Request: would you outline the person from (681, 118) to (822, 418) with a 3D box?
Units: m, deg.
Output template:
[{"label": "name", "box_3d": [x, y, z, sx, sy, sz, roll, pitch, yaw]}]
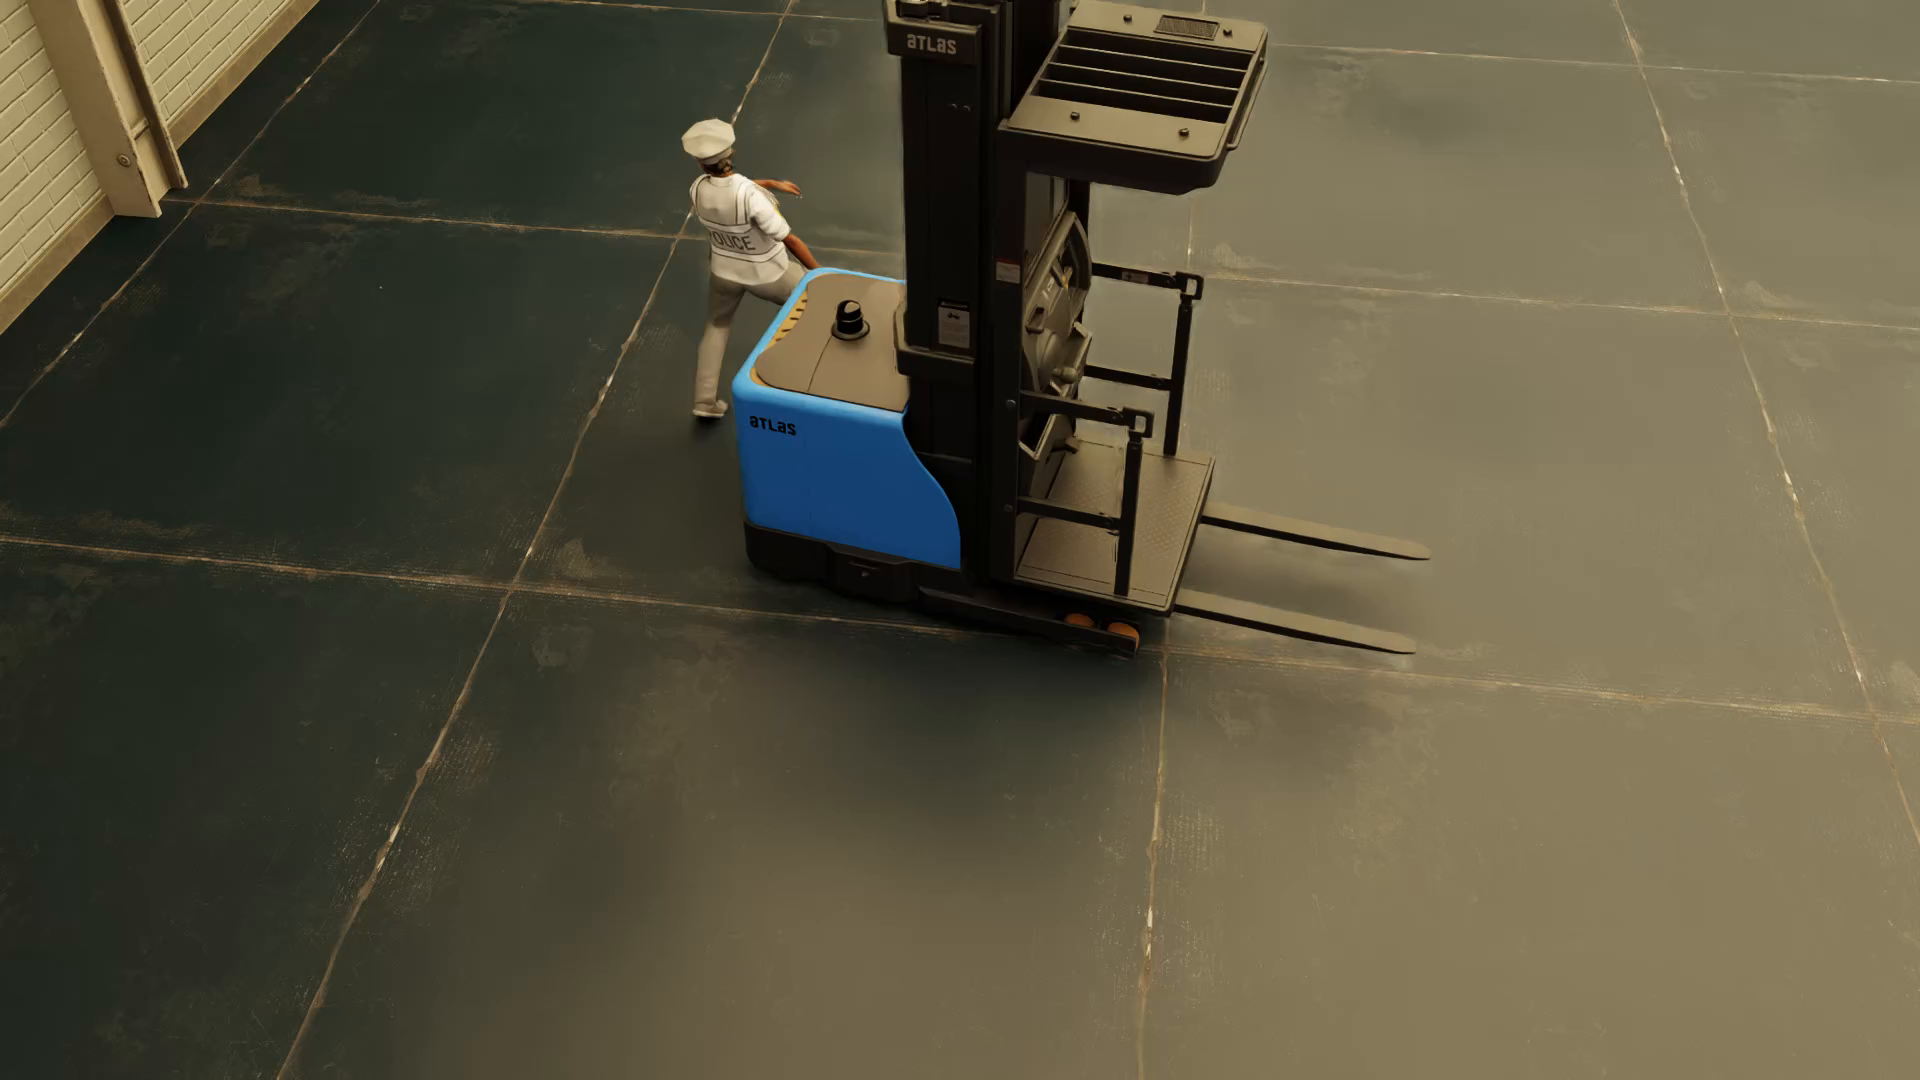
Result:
[{"label": "person", "box_3d": [-0.954, -1.345, 8.231, 0.694, 1.583, 0.838, 12, 44, 13]}]

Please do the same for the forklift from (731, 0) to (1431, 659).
[{"label": "forklift", "box_3d": [0.584, -0.959, 6.768, 3.031, 2.935, 1.130, 12, 44, 13]}]
